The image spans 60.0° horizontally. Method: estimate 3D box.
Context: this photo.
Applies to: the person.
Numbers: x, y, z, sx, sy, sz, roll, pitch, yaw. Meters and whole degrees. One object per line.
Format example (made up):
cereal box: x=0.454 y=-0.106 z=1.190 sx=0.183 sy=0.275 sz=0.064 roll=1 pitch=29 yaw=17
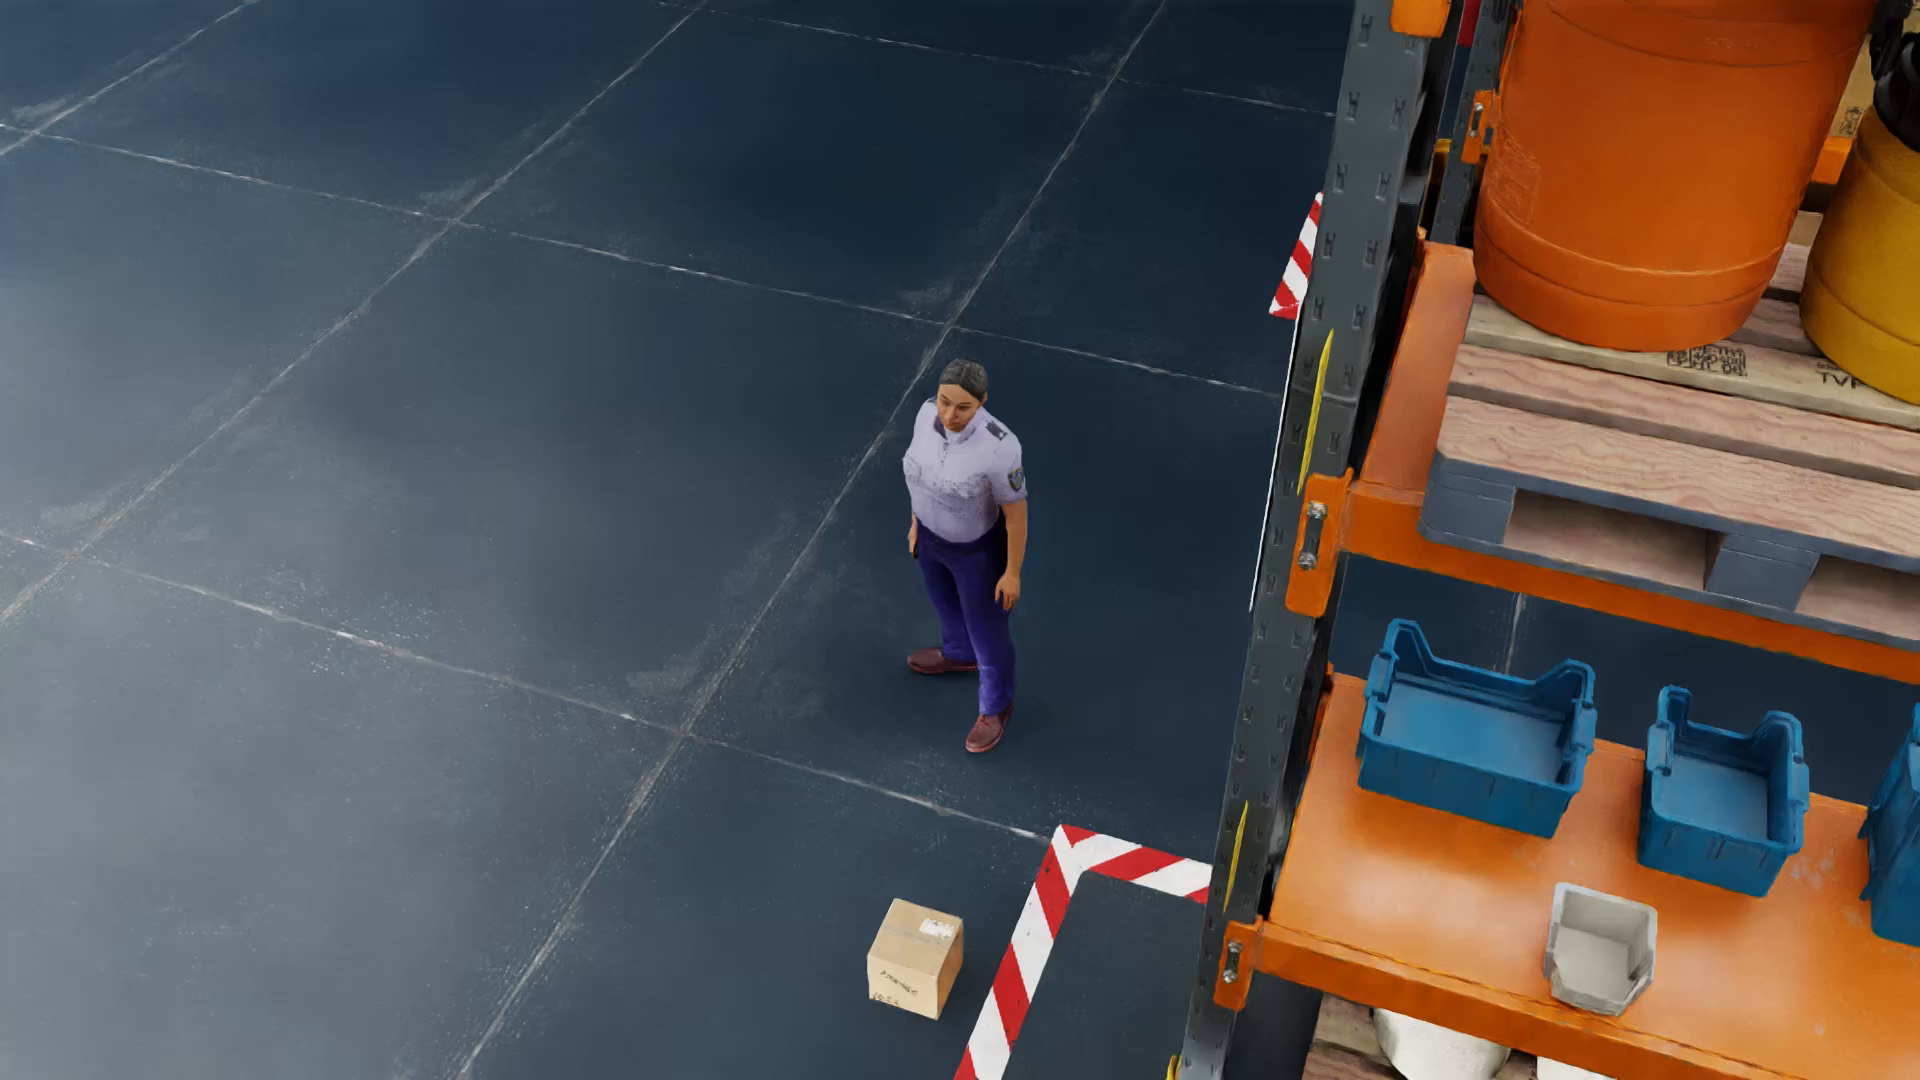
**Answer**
person: x=0.011 y=0.012 z=6.124 sx=0.373 sy=1.654 sz=0.602 roll=-32 pitch=51 yaw=-30
